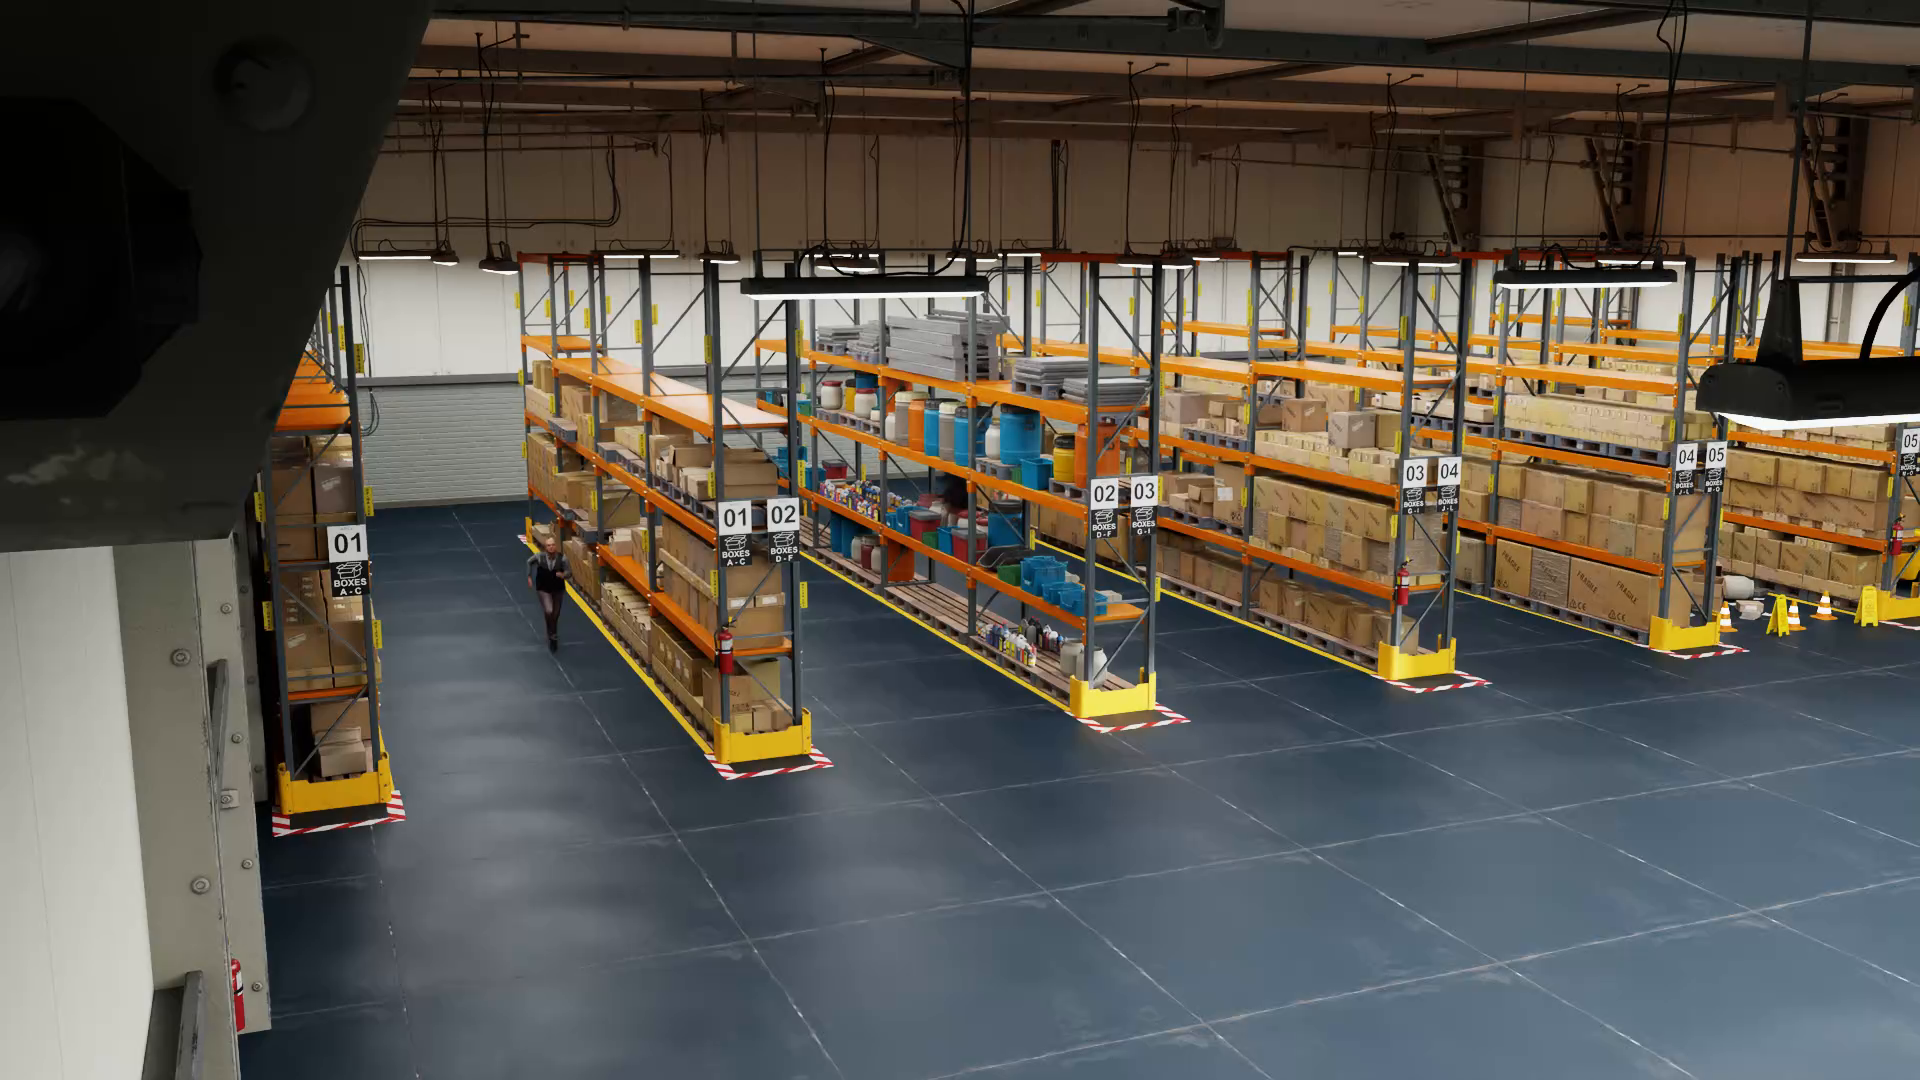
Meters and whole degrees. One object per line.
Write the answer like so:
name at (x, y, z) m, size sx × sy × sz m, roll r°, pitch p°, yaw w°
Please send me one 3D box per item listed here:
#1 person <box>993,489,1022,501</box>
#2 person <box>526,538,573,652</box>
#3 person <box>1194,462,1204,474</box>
person at (1.071, -0.596, 33.378) m, size 0.664 × 1.739 × 0.603 m, roll -5°, pitch 11°, yaw -24°
person at (-6.351, 0.825, 25.812) m, size 0.679 × 1.760 × 0.849 m, roll -4°, pitch 11°, yaw -21°
person at (6.207, -2.328, 43.000) m, size 0.702 × 1.724 × 0.652 m, roll 8°, pitch 13°, yaw 37°
